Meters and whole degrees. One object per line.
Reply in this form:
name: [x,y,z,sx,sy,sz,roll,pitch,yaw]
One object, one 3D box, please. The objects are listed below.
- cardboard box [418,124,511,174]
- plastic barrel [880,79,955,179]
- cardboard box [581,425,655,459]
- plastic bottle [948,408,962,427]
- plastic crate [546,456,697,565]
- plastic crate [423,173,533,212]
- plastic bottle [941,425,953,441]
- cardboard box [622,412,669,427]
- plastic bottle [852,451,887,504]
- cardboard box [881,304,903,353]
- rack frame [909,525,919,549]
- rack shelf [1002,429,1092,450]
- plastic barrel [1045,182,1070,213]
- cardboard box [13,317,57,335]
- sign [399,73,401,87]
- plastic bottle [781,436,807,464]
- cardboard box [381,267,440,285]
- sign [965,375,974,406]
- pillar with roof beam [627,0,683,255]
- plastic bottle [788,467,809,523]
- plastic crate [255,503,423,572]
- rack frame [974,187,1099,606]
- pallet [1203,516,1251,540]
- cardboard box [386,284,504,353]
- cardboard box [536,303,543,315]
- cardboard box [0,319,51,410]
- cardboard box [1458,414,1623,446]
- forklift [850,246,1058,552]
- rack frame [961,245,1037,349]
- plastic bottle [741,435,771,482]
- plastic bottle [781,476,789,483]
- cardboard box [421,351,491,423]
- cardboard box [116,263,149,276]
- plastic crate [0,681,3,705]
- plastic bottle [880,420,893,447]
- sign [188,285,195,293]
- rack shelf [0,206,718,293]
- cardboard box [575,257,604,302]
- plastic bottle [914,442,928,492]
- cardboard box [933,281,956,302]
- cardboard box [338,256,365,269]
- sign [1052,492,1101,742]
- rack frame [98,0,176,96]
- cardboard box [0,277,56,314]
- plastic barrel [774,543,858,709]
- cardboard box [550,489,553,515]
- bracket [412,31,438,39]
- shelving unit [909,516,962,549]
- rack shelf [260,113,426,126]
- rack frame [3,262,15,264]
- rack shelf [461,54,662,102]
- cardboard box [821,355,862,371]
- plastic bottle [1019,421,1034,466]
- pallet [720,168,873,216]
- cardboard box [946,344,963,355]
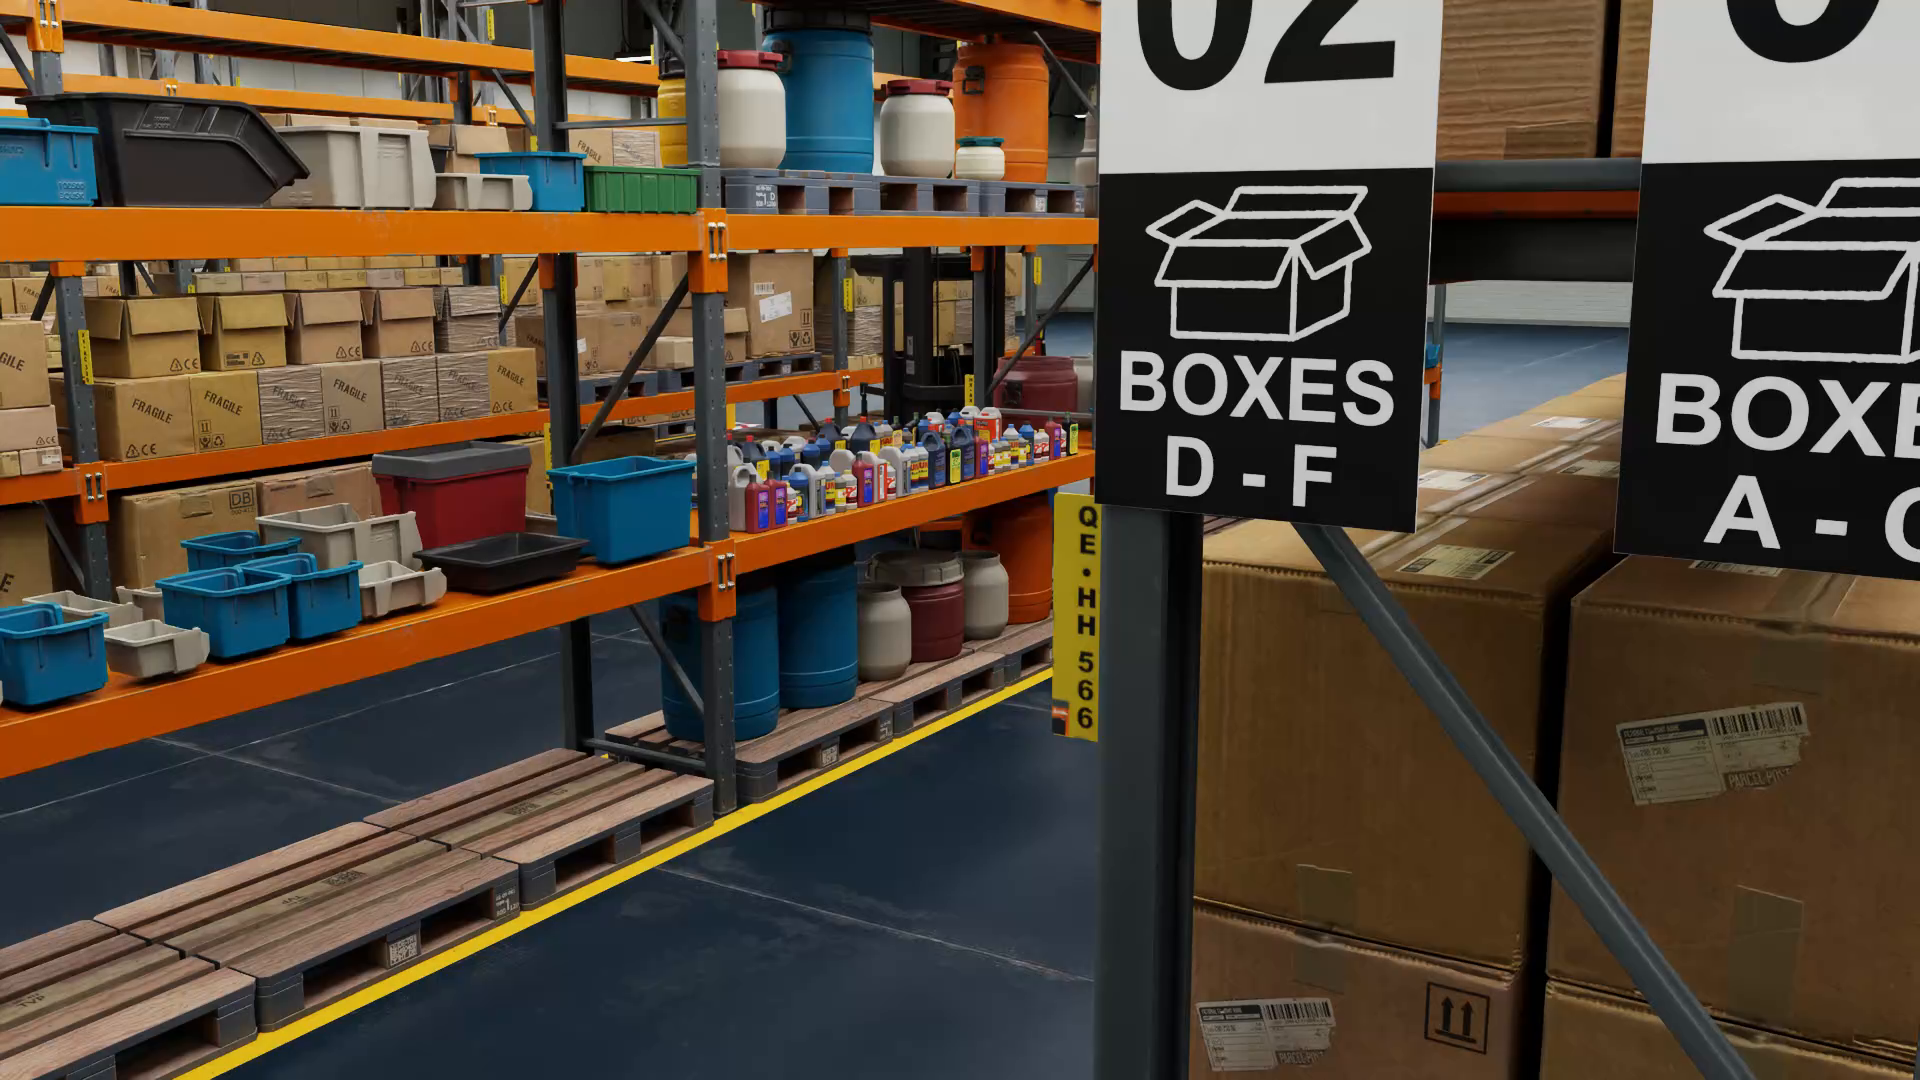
cardboard box: [-3.936,-2.950,12.903,0.797,0.503,0.637,7,13,34]
plastic barrel: [-0.240,-2.303,9.356,0.433,0.535,0.433,0,11,0]
cardboard box: [-3.092,-0.870,14.926,0.500,0.250,0.500,8,13,37]
plastic bottle: [-0.033,-0.732,10.979,0.097,0.271,0.097,0,11,0]
plastic crate: [-1.476,-0.135,7.318,0.392,0.384,0.575,6,12,31]
plastic crate: [-1.860,-1.328,6.374,0.293,0.136,0.466,6,12,31]
plastic bottle: [-0.073,-0.632,10.632,0.097,0.201,0.097,0,11,0]
cardboard box: [-4.465,-1.980,21.926,0.875,0.875,0.875,6,12,30]
plastic bottle: [-0.478,-0.340,8.872,0.152,0.276,0.135,6,12,31]
cardboard box: [-1.028,-2.286,17.849,0.875,0.500,0.500,6,12,31]
rack frame: [-0.371,-0.349,13.471,0.015,1.200,0.240,-3,11,-18]
rack shelf: [1.590,-0.809,12.995,1.077,0.370,4.000,6,12,31]
plastic barrel: [0.636,-2.290,11.221,0.294,0.245,0.294,0,11,0]
cardboard box: [-8.264,-1.906,14.821,0.380,0.149,0.250,6,12,31]
sign: [-8.461,-7.025,25.186,0.100,0.325,0.005,6,12,31]
plastic bottle: [-0.955,-0.446,9.435,0.152,0.276,0.135,6,12,31]
cardboard box: [-6.309,-2.821,18.798,0.700,0.500,0.500,6,12,30]
sign: [0.078,-0.980,11.509,0.100,0.325,0.005,6,12,31]
pillar with roof beam: [-3.464,-8.402,35.291,9.100,9.000,0.548,6,12,31]
plastic bottle: [-0.806,-0.229,8.291,0.097,0.271,0.097,0,11,0]
plastic crate: [-2.475,0.032,6.705,0.437,0.282,0.530,6,12,31]
rack frame: [0.552,-0.848,11.249,1.000,3.000,0.127,6,12,31]
pallet: [2.254,0.020,14.186,1.003,0.211,1.213,6,12,31]
cardboard box: [-4.075,-1.750,13.069,0.797,0.503,0.637,7,13,33]
cardboard box: [-5.344,-2.662,20.529,0.875,0.550,0.550,6,12,31]
cardboard box: [-5.768,-1.036,9.811,0.500,0.500,0.500,7,13,32]
cardboard box: [1.420,0.004,3.705,0.500,0.500,0.500,7,13,32]
forklift: [-0.312,-1.540,15.130,1.130,2.935,3.031,-6,12,-29]
rack frame: [0.472,-2.580,20.497,1.000,3.000,0.127,6,12,31]
plastic bottle: [-1.108,-0.386,8.914,0.144,0.351,0.185,6,12,31]
plastic bottle: [-0.885,-0.225,8.457,0.097,0.201,0.097,0,11,0]
cardboard box: [-3.989,-1.192,12.810,0.500,0.500,0.500,6,12,30]
cardboard box: [-10.468,-3.414,20.970,0.380,0.149,0.250,6,12,29]
plastic crate: [-2.955,0.460,4.814,0.250,0.136,0.298,6,12,31]
plastic bottle: [-0.462,-0.602,10.284,0.097,0.271,0.097,0,11,0]
sign: [-7.399,-2.291,16.024,0.100,0.325,0.005,6,12,31]
rack shelf: [-2.563,-1.026,5.999,1.077,0.370,4.000,6,12,31]
cardboard box: [-4.986,-3.269,20.837,0.875,0.550,0.550,6,12,31]
plastic bottle: [-0.224,-0.406,9.233,0.097,0.271,0.097,0,11,0]
cardboard box: [-0.385,-2.921,18.523,0.500,0.500,0.500,6,12,31]
cardboard box: [-8.900,-3.878,23.635,0.700,0.500,0.500,6,12,30]
sign: [0.166,0.103,2.162,0.100,0.325,0.005,6,12,31]
rack frame: [-7.868,-4.760,15.841,1.000,3.000,0.127,6,12,31]
cardboard box: [-11.185,-2.886,19.909,0.500,0.500,0.500,7,12,32]
plastic barrel: [-0.860,0.410,9.086,0.600,0.901,0.708,6,12,31]
cardboard box: [-3.350,-0.416,14.539,0.700,0.500,0.500,6,12,28]
bracket: [-10.171,-9.539,31.587,0.235,0.232,0.430,6,12,31]
shelving unit: [-0.139,-0.363,13.546,0.503,1.200,0.258,-3,11,-18]
rack shelf: [-9.036,-5.806,23.389,1.077,0.370,4.000,6,12,31]
rack frame: [-14.318,-3.371,24.724,1.000,3.000,0.127,6,12,31]
rack shelf: [-2.643,-4.035,15.008,1.077,0.370,4.000,6,12,31]
cardboard box: [-1.236,-1.832,17.187,0.380,0.149,0.250,6,12,31]
plastic bottle: [0.410,-0.597,10.258,0.097,0.271,0.097,0,11,0]
pallet: [-1.201,-1.734,8.338,1.213,0.211,1.003,6,12,31]
cardboard box: [-0.188,-2.146,18.862,0.380,0.149,0.250,6,12,31]
